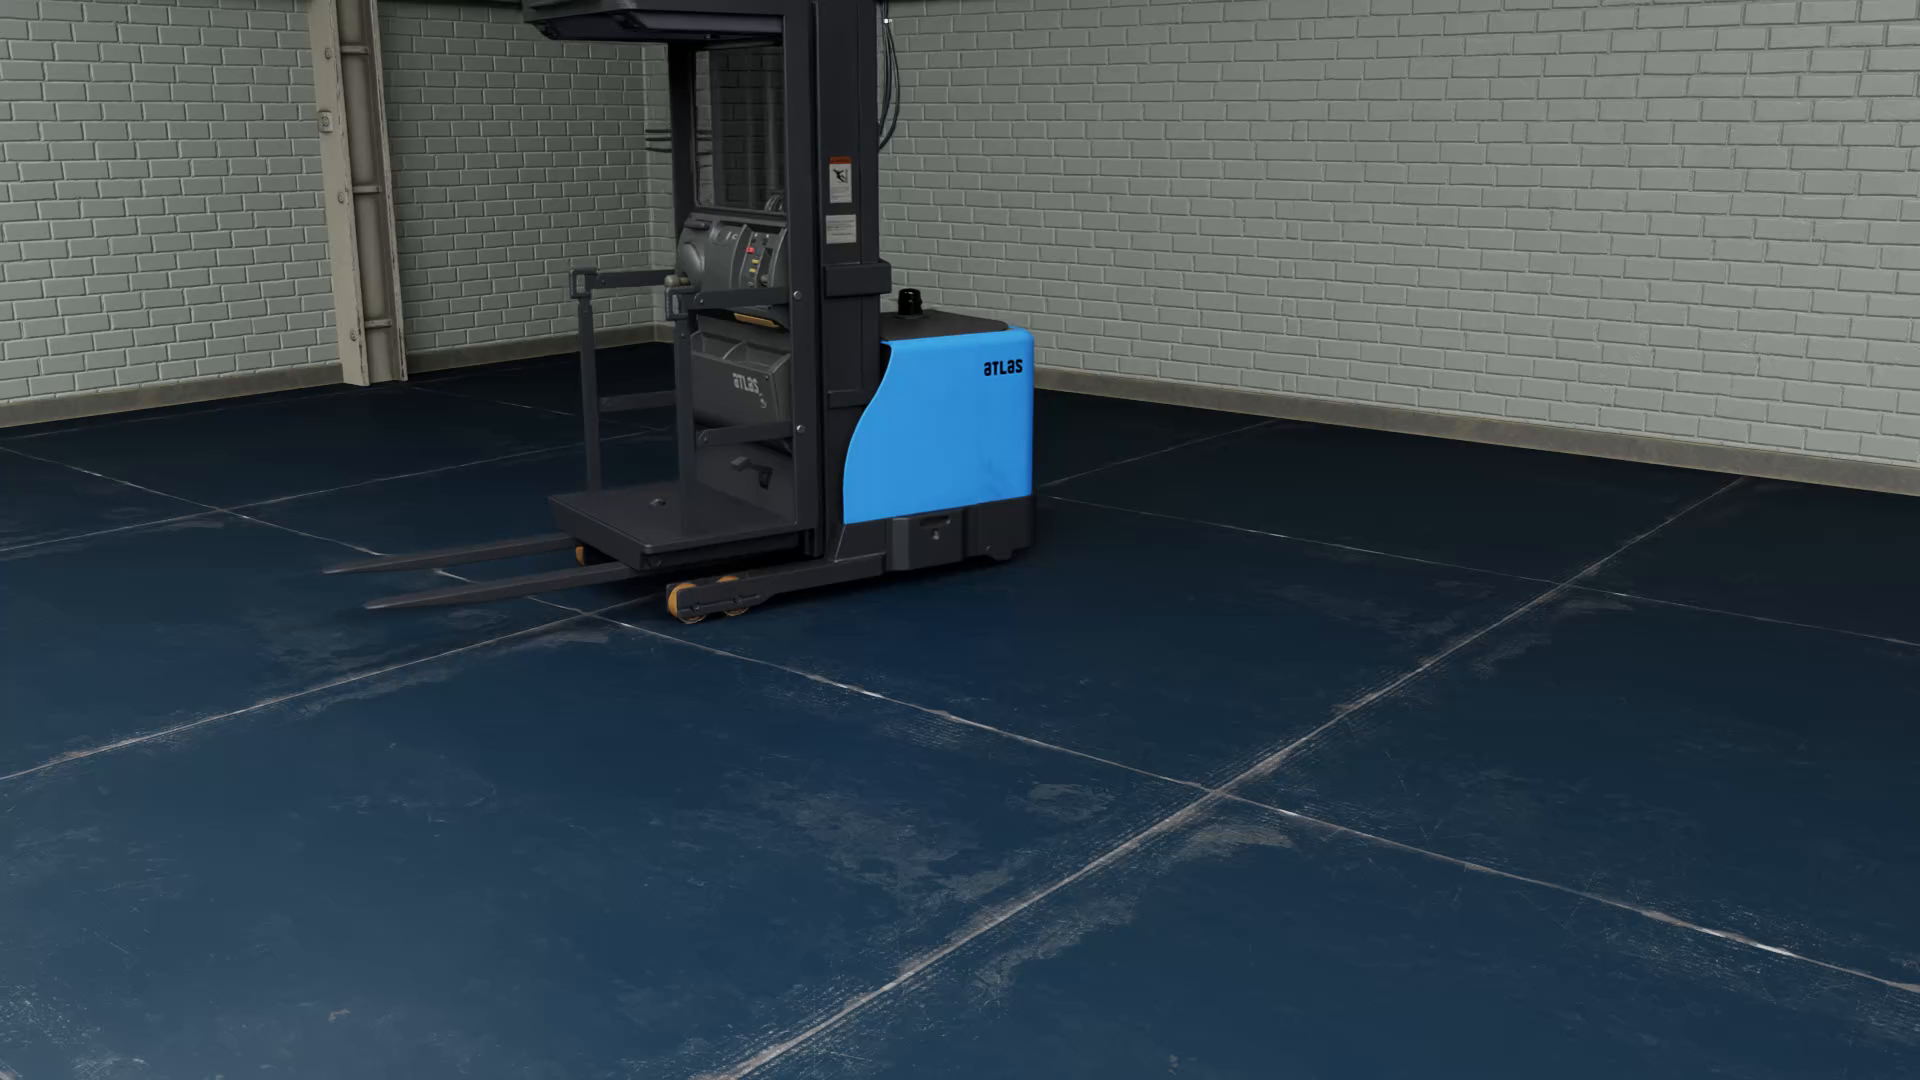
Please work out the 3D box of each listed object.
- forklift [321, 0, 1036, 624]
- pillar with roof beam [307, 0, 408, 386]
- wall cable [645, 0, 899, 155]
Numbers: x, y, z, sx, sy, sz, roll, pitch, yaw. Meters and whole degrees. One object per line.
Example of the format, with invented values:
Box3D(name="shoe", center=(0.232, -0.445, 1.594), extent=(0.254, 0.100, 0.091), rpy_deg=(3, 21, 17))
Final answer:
Box3D(name="forklift", center=(-1.154, -1.227, 6.998), extent=(3.031, 2.935, 1.130), rpy_deg=(-10, 17, -33))
Box3D(name="pillar with roof beam", center=(-1.231, -4.940, 9.294), extent=(9.100, 9.000, 0.400), rpy_deg=(11, 18, 38))
Box3D(name="wall cable", center=(-1.700, -4.461, 13.714), extent=(3.097, 2.526, 0.112), rpy_deg=(11, 18, 38))
